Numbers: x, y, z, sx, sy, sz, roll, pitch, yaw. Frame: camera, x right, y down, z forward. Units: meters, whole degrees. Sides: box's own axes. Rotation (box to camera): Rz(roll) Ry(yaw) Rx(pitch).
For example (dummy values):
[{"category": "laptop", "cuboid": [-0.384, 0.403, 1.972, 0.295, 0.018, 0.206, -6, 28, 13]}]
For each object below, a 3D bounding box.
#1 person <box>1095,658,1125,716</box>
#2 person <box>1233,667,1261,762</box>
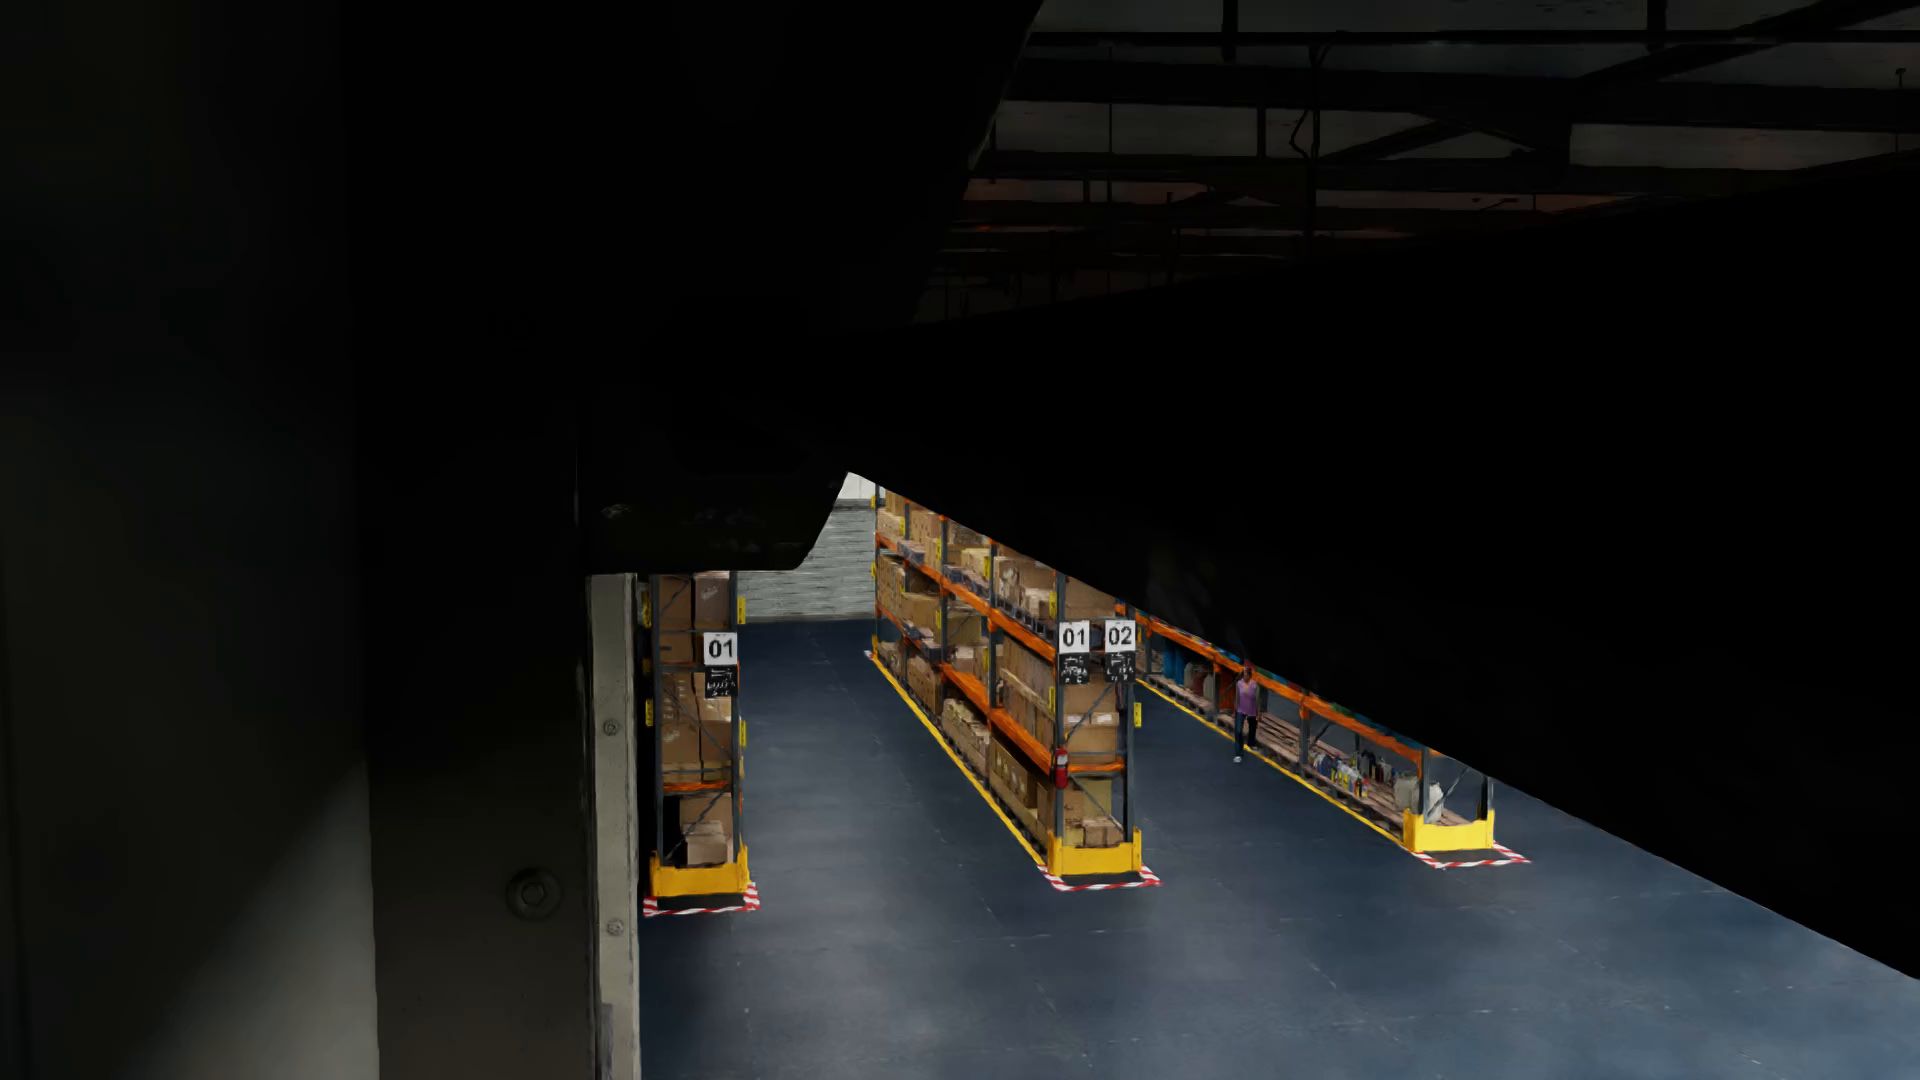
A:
[{"category": "person", "cuboid": [2.750, 2.369, 30.532, 0.543, 1.648, 1.115, -1, 6, -9]}, {"category": "person", "cuboid": [4.668, 2.790, 27.021, 0.458, 1.532, 0.877, 1, 6, 12]}]
